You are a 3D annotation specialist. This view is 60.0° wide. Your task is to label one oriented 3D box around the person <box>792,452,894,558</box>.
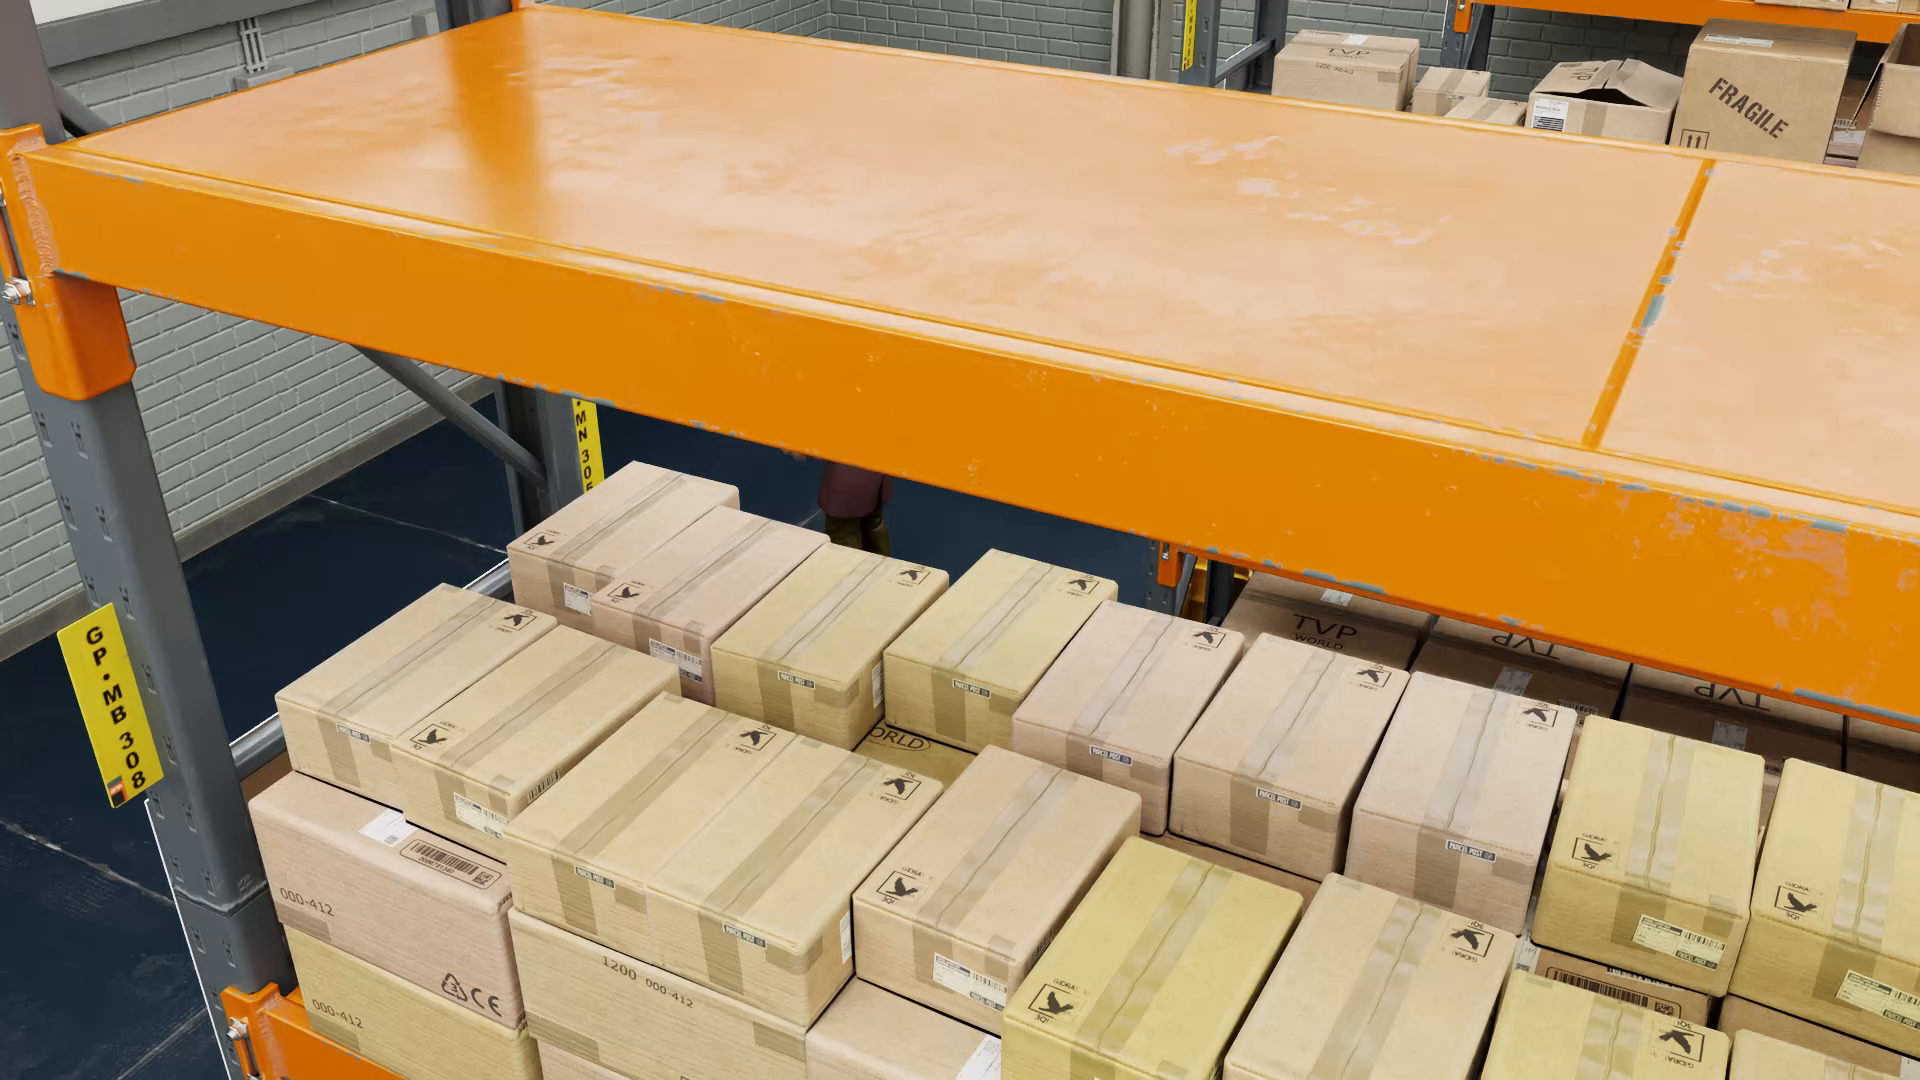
[{"bbox_3d":[-0.634,-0.425,8.894,0.545,1.779,0.524,14,33,23],"label":"person"}]
